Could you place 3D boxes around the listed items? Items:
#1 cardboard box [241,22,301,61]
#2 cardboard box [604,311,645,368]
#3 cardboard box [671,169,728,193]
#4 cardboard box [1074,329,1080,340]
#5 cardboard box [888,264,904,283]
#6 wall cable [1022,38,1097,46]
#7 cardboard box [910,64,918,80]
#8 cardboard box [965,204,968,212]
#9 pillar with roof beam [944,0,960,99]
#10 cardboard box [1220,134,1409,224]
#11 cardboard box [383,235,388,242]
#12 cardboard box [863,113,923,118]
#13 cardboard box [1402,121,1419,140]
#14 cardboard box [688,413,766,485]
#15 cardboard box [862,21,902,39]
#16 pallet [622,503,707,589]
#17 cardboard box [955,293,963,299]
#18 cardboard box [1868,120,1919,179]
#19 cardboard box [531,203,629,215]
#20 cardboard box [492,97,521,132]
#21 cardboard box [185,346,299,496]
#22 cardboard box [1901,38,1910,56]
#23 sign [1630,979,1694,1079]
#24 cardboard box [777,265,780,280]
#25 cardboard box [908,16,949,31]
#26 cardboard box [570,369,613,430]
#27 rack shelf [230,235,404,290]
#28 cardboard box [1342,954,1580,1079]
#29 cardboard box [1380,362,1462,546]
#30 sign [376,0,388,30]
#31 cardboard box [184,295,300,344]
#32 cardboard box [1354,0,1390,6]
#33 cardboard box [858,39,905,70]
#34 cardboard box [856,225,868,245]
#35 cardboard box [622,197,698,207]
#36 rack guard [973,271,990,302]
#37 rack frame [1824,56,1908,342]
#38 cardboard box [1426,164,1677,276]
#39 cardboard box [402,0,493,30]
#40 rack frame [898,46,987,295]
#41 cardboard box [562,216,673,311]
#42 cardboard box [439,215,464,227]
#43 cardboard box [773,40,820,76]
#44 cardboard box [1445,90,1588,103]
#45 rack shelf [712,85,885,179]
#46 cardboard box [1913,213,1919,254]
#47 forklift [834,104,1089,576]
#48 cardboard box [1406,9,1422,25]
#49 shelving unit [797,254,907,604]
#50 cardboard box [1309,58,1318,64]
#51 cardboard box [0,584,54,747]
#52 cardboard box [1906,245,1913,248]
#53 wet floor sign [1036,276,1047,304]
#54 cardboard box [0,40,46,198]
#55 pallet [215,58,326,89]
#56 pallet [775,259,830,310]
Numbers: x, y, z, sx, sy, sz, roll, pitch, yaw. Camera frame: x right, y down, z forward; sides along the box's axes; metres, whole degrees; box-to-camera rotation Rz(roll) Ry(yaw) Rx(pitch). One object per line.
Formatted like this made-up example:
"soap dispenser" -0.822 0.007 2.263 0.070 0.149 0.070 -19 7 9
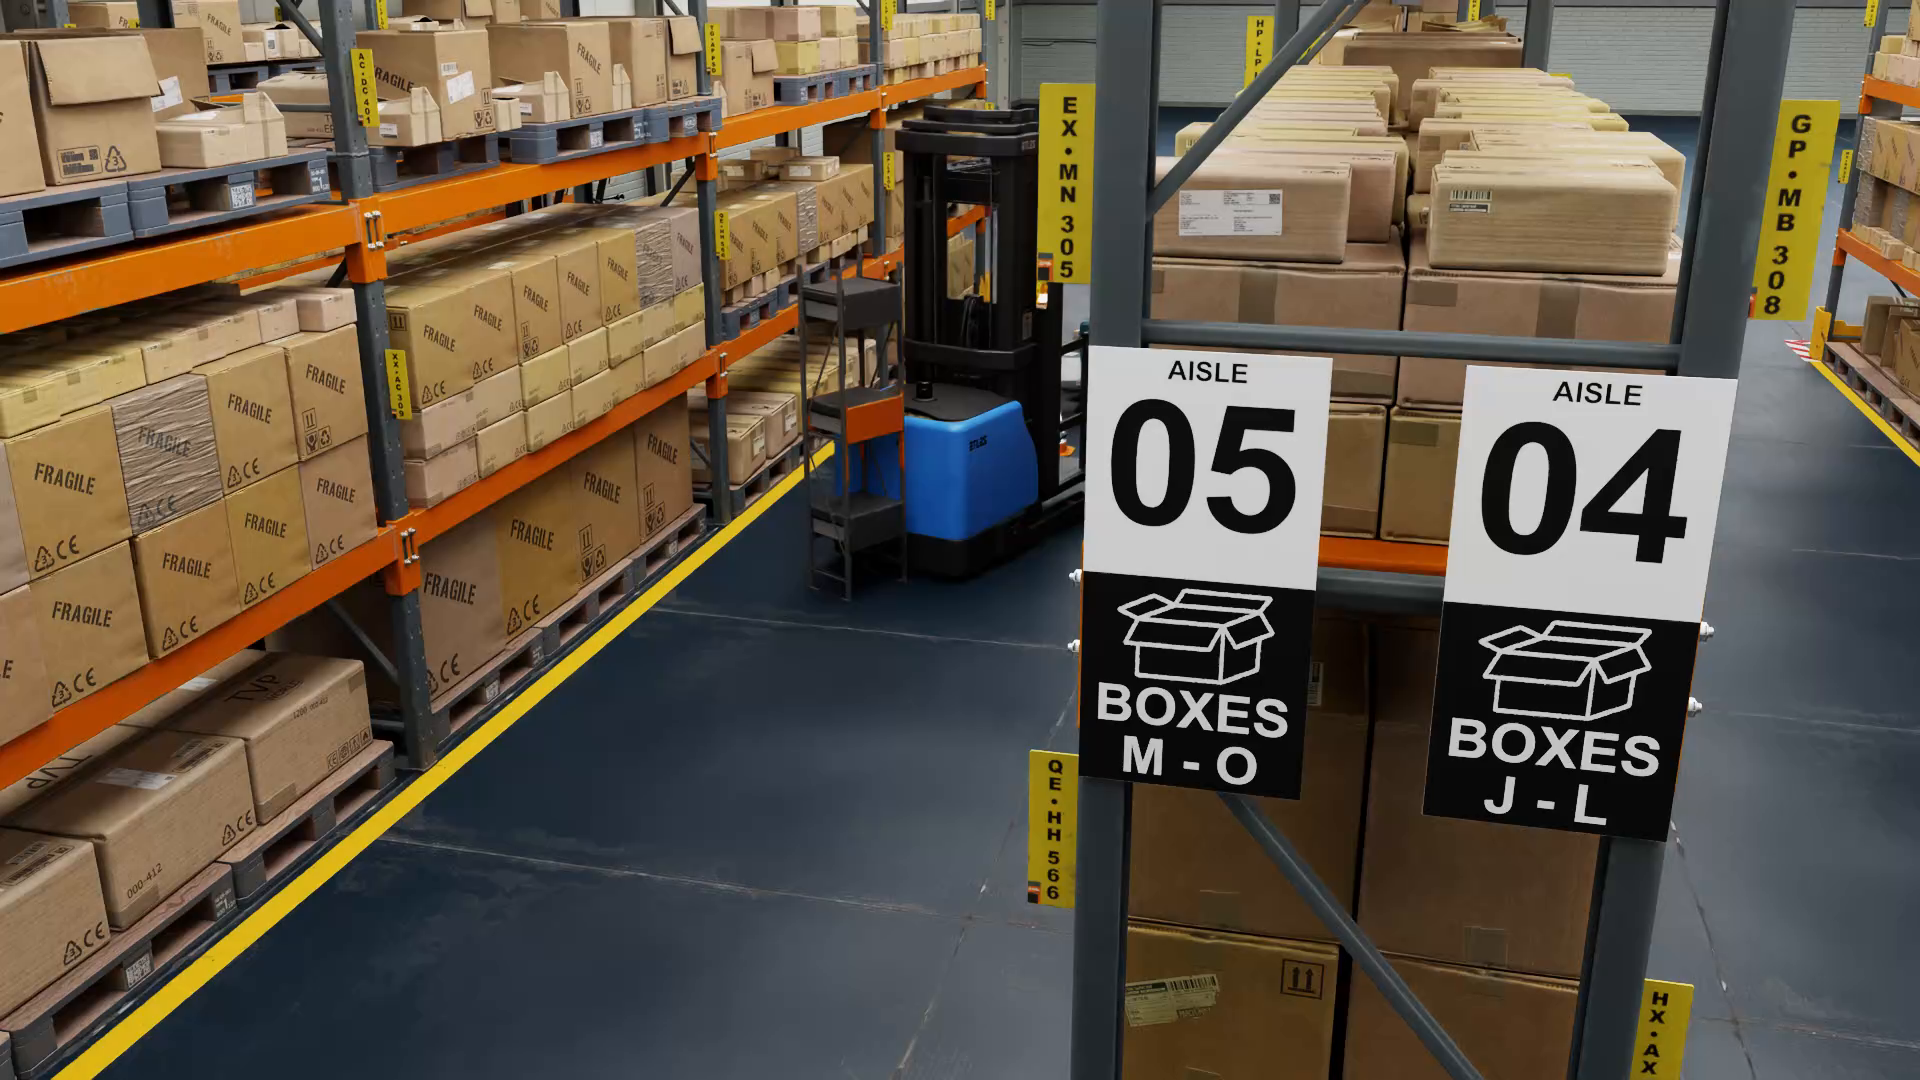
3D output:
"cardboard box" -6.122 -4.349 14.473 0.500 0.311 0.500 4 19 12
"cardboard box" -2.256 -1.239 10.132 0.500 0.250 0.500 4 19 12
"cardboard box" -2.031 -2.797 12.967 0.380 0.149 0.250 4 19 11
"cardboard box" 1.436 -2.156 17.771 0.380 0.149 0.250 17 25 41
"cardboard box" -0.685 -2.579 16.039 0.380 0.149 0.250 5 19 14
"wall cable" 3.271 -15.911 49.152 3.097 2.526 0.112 5 19 13
"cardboard box" -0.619 -4.523 16.037 0.380 0.149 0.250 4 19 12
"cardboard box" -0.124 -3.656 18.139 0.380 0.149 0.250 4 19 12
"pillar with roof beam" 3.977 -14.341 39.751 9.100 9.000 0.400 5 19 13
"cardboard box" 0.726 -0.753 3.451 0.380 0.149 0.250 4 19 12
"cardboard box" -5.864 -2.963 15.954 0.500 0.250 0.500 5 20 15
"cardboard box" -0.567 -3.917 16.354 0.700 0.500 0.500 4 19 12
"cardboard box" 1.686 -1.213 5.417 0.500 0.250 0.500 4 19 11
"cardboard box" -2.010 -0.700 12.511 0.950 0.372 0.625 3 19 10
"cardboard box" -0.751 -4.657 15.194 0.380 0.149 0.250 5 20 15
"pallet" -2.423 -0.007 11.383 1.003 0.211 1.213 5 19 13
"cardboard box" -0.274 -2.537 18.078 0.500 0.250 0.500 5 19 14
"cardboard box" 8.879 -3.647 15.563 0.500 0.500 0.500 5 19 13
"cardboard box" -2.515 -1.953 11.064 0.500 0.500 0.500 4 19 12
"cardboard box" -2.486 -2.191 8.533 0.380 0.166 0.250 3 19 10
"cardboard box" -3.114 -0.507 6.829 0.500 0.500 0.500 4 19 13
"cardboard box" 8.880 -4.520 15.254 0.380 0.149 0.250 5 20 16
"sign" 1.239 0.932 2.980 0.100 0.325 0.005 5 19 13
"cardboard box" -1.614 -2.070 12.845 0.380 0.149 0.250 6 20 17
"cardboard box" -0.322 -5.313 17.117 0.380 0.149 0.250 5 19 13
"cardboard box" -2.374 -0.838 9.733 0.500 0.250 0.500 4 19 12
"rack shelf" -6.483 -2.245 14.734 1.077 0.370 4.000 5 19 13
"cardboard box" 1.090 0.992 3.529 0.500 0.500 0.500 6 20 16
"cardboard box" 1.070 -0.170 3.137 0.500 0.250 0.500 5 20 15
"sign" -5.466 -4.986 15.717 0.100 0.325 0.005 5 19 13
"cardboard box" -3.071 -0.946 7.112 0.380 0.149 0.250 5 20 15
"cardboard box" 3.425 -4.526 14.009 0.380 0.149 0.250 4 19 13
"cardboard box" -0.807 -4.427 15.140 0.500 0.250 0.500 4 19 12
"cardboard box" -1.038 -2.719 14.745 0.380 0.149 0.250 5 19 14
"cardboard box" -2.200 -2.282 12.464 0.500 0.500 0.500 4 19 13
"rack guard" -0.221 -2.869 19.313 1.175 0.500 0.348 5 19 13
"rack frame" 9.407 -3.293 16.688 1.000 3.000 0.127 5 19 13
"cardboard box" 1.013 -0.559 2.884 0.380 0.149 0.250 4 19 13
"cardboard box" -5.416 -5.529 17.630 0.797 0.503 0.637 5 20 15
"rack frame" -0.203 -4.076 18.979 1.000 3.000 0.127 5 19 13
"cardboard box" -2.147 -1.744 10.452 0.500 0.500 0.500 5 19 14
"cardboard box" -5.521 -3.543 17.265 0.500 0.500 0.500 5 19 14
"cardboard box" -1.436 -3.857 13.280 0.500 0.250 0.500 5 19 14
"cardboard box" 1.588 -1.202 4.767 0.380 0.149 0.250 5 19 13
"rack shelf" -1.669 -3.274 13.105 1.077 0.370 4.000 5 19 13
"cardboard box" 8.780 -2.682 14.284 0.875 0.500 0.500 5 19 13
"forklift" 0.336 -1.580 11.779 1.130 2.935 3.031 11 22 29
"cardboard box" 4.280 -4.645 14.974 0.500 0.250 0.500 4 19 13
"shelving unit" -0.668 -0.695 10.468 0.431 2.100 0.503 18 26 42
"cardboard box" 2.270 -2.518 9.623 0.500 0.500 0.500 5 19 13
"cardboard box" -3.478 0.446 5.588 0.500 0.500 0.500 5 19 13
"cardboard box" 8.713 -2.552 14.908 0.380 0.149 0.250 5 19 13
"wet floor sign" 0.881 -2.936 19.286 0.267 0.644 0.232 12 22 32
"cardboard box" -3.474 -1.394 5.527 0.500 0.500 0.500 5 19 14
"pallet" -6.197 -4.264 15.186 0.805 0.209 1.217 4 19 11
"pallet" -1.713 -2.101 13.495 1.003 0.211 1.213 5 19 13
